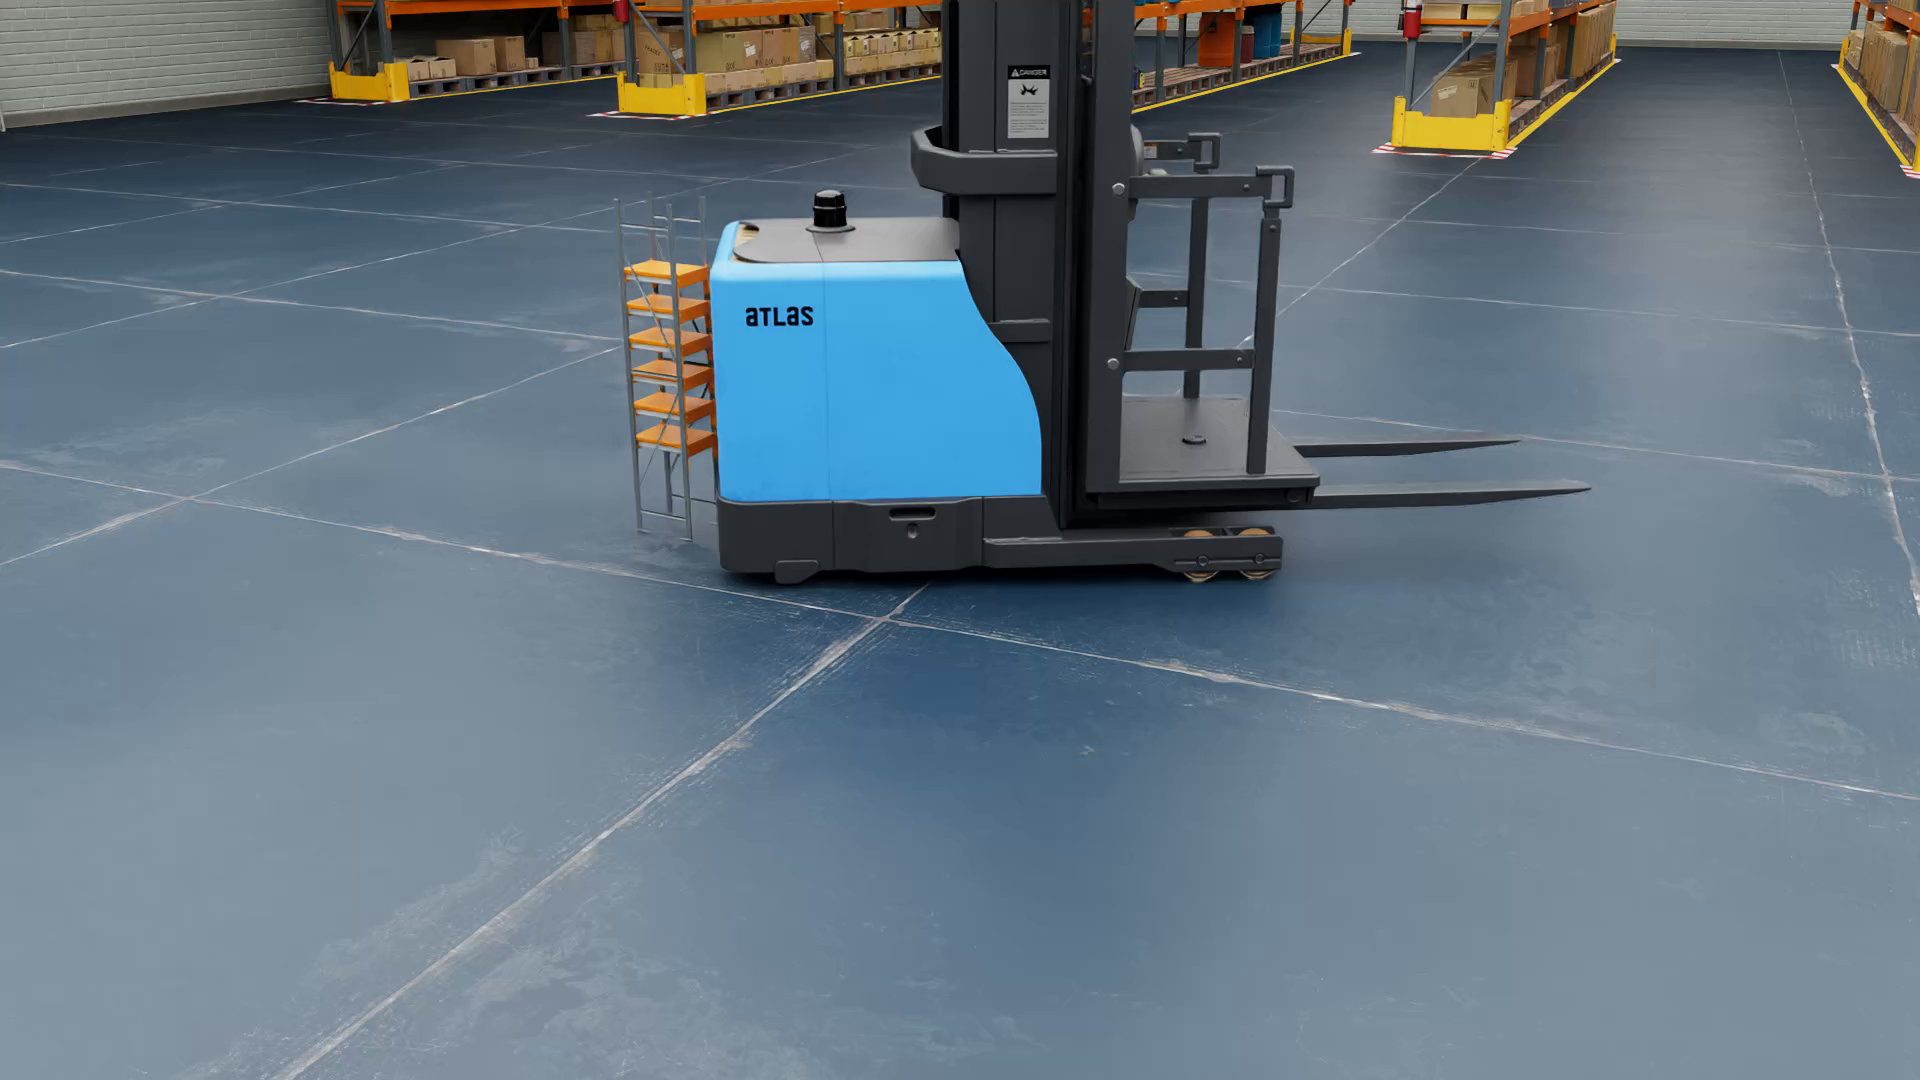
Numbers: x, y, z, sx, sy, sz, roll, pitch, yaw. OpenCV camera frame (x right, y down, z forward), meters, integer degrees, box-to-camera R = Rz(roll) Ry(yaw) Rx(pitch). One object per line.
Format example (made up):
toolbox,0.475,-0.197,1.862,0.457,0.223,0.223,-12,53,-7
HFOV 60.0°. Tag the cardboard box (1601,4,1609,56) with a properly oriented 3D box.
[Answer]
cardboard box,10.820,-8.928,29.141,0.875,0.875,0.875,9,21,23

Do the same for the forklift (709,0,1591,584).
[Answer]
forklift,0.674,-1.420,5.588,3.031,2.935,1.130,-2,20,-5

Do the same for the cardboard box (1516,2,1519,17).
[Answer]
cardboard box,5.848,-5.760,18.065,0.380,0.149,0.250,9,21,23

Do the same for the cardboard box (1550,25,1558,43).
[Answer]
cardboard box,8.224,-7.216,23.739,0.500,0.250,0.500,10,22,25

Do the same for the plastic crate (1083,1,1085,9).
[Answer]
plastic crate,1.336,-6.382,19.830,0.298,0.136,0.250,9,21,23

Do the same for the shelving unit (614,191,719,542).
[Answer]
shelving unit,-1.022,-0.602,5.858,0.258,1.200,0.189,11,23,25

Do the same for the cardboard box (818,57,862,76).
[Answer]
cardboard box,-1.812,-7.172,25.135,0.500,0.250,0.500,8,21,21

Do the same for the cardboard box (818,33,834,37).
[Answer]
cardboard box,-2.092,-7.670,25.698,0.500,0.311,0.500,9,22,24

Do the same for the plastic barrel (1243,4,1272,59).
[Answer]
plastic barrel,5.062,-8.774,28.667,0.600,0.901,0.708,9,21,23

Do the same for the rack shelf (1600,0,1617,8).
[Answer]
rack shelf,10.928,-9.538,29.385,1.077,0.370,4.000,9,21,23

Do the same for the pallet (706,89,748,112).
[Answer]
pallet,-3.566,-5.883,22.196,1.003,0.211,1.213,9,21,23

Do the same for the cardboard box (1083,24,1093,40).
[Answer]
cardboard box,2.713,-10.678,34.591,0.500,0.500,0.500,9,21,23

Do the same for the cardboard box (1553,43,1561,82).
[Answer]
cardboard box,8.215,-6.864,23.868,0.700,0.500,0.500,7,21,20

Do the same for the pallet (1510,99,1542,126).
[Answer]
pallet,6.590,-5.296,20.545,1.003,0.211,1.213,9,21,23

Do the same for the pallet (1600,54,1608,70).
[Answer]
pallet,10.990,-8.547,29.688,1.003,0.211,1.213,9,21,23

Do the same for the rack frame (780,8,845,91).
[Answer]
rack frame,-2.203,-8.180,24.494,1.000,3.000,0.127,9,21,23

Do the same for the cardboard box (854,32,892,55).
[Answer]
cardboard box,-1.386,-7.750,25.923,0.500,0.311,0.500,8,21,21

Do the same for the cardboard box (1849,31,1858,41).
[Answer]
cardboard box,15.483,-8.638,28.520,0.380,0.149,0.250,8,21,23

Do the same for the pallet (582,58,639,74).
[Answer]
pallet,-5.909,-8.157,28.591,1.003,0.211,1.213,9,21,23

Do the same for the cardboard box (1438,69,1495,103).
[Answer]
cardboard box,5.679,-4.993,18.636,0.500,0.500,0.500,15,25,37

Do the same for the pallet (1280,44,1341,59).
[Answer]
pallet,6.855,-9.607,32.667,1.003,0.211,1.213,9,21,23

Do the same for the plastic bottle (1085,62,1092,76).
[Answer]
plastic bottle,1.736,-6.249,22.360,0.144,0.351,0.185,9,21,23

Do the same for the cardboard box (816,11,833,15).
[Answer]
cardboard box,-2.742,-10.924,34.345,0.380,0.149,0.250,9,22,25

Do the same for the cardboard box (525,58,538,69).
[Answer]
cardboard box,-6.916,-7.563,26.331,0.380,0.166,0.250,6,20,16

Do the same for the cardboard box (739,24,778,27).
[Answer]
cardboard box,-2.877,-7.183,24.048,0.500,0.500,0.500,9,21,23

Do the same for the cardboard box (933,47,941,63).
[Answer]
cardboard box,-0.558,-8.111,27.776,0.500,0.250,0.500,9,22,24

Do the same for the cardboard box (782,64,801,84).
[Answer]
cardboard box,-2.599,-6.604,23.540,0.500,0.250,0.500,9,21,23

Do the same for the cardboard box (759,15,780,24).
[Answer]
cardboard box,-3.957,-10.001,32.194,0.750,0.750,0.750,9,22,24

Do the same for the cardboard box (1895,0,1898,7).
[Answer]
cardboard box,12.112,-6.968,20.936,0.500,0.500,0.500,9,21,23

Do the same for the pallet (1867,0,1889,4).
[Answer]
pallet,13.149,-7.473,22.792,1.213,0.211,1.003,9,21,23

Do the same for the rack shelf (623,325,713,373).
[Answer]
rack shelf,-1.021,-0.672,5.831,0.258,0.103,0.180,11,23,25

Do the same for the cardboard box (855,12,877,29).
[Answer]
cardboard box,-2.211,-11.166,35.995,0.700,0.500,0.500,8,21,23

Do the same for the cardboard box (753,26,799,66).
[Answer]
cardboard box,-2.611,-6.959,23.419,0.500,0.500,0.500,9,21,23

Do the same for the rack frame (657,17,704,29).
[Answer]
rack frame,-5.086,-10.081,29.840,1.000,3.000,0.127,9,21,23

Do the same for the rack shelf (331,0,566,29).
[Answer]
rack shelf,-7.543,-7.908,24.803,1.077,0.370,4.000,9,21,23

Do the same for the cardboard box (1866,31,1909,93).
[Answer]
cardboard box,12.623,-6.295,21.924,1.050,0.750,0.750,8,21,22

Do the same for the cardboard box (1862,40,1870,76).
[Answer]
cardboard box,13.833,-7.222,24.905,0.500,0.500,0.500,10,22,25

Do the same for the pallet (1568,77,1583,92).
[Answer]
pallet,8.862,-6.959,25.222,1.003,0.211,1.213,9,21,23

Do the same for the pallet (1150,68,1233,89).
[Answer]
pallet,3.599,-7.177,25.834,1.003,0.211,1.213,9,21,23

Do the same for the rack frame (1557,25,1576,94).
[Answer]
rack frame,8.471,-8.042,24.107,1.000,3.000,0.127,9,21,23

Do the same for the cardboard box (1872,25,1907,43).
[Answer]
cardboard box,13.415,-7.259,23.887,0.500,0.250,0.500,9,22,24

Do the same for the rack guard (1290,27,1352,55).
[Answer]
rack guard,7.226,-9.999,33.339,1.175,0.500,0.348,9,21,23

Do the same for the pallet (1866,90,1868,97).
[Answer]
pallet,13.276,-6.256,23.244,1.003,0.211,1.213,9,21,23

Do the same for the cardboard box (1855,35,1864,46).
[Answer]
cardboard box,14.868,-8.158,27.171,0.380,0.149,0.250,7,21,20

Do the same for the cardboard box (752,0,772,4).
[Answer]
cardboard box,-3.007,-7.619,22.767,0.700,0.500,0.500,9,22,24

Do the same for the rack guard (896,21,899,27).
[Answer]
rack guard,-1.800,-11.357,37.156,1.175,0.500,0.348,9,21,23

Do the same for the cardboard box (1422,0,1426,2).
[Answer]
cardboard box,5.540,-6.118,18.102,0.875,0.500,0.500,9,21,23

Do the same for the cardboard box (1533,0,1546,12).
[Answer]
cardboard box,6.744,-6.360,19.751,0.380,0.149,0.250,9,21,23

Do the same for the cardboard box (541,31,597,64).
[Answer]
cardboard box,-6.438,-8.115,27.386,0.700,0.500,0.500,9,22,25
